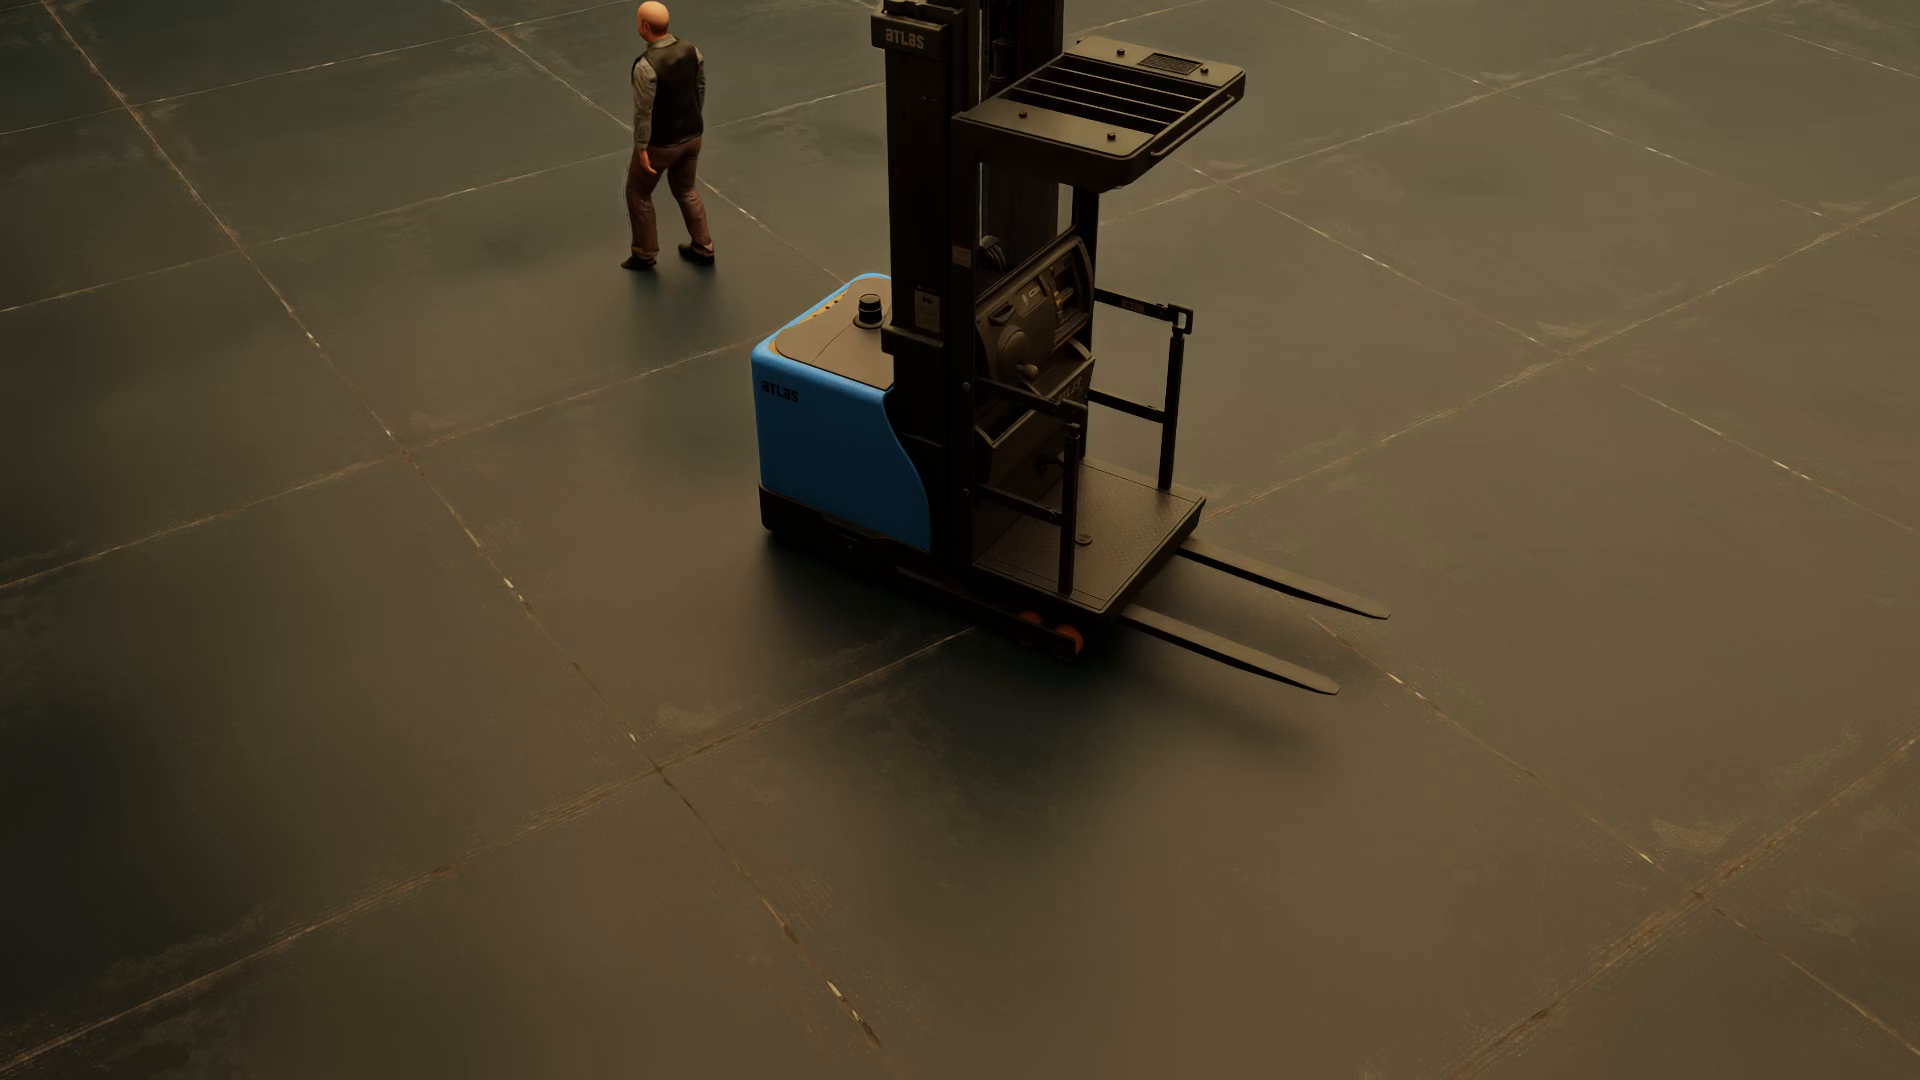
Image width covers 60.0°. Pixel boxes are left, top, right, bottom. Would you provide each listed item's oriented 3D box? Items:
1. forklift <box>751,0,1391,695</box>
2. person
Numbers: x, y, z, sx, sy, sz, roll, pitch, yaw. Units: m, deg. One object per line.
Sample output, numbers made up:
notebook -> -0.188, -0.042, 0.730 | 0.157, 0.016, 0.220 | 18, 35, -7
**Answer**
forklift -> 0.514, -0.985, 7.276 | 3.031, 2.935, 1.130 | 21, 41, 26
person -> -1.871, -2.510, 10.418 | 0.535, 1.763, 0.621 | 24, 43, 29
